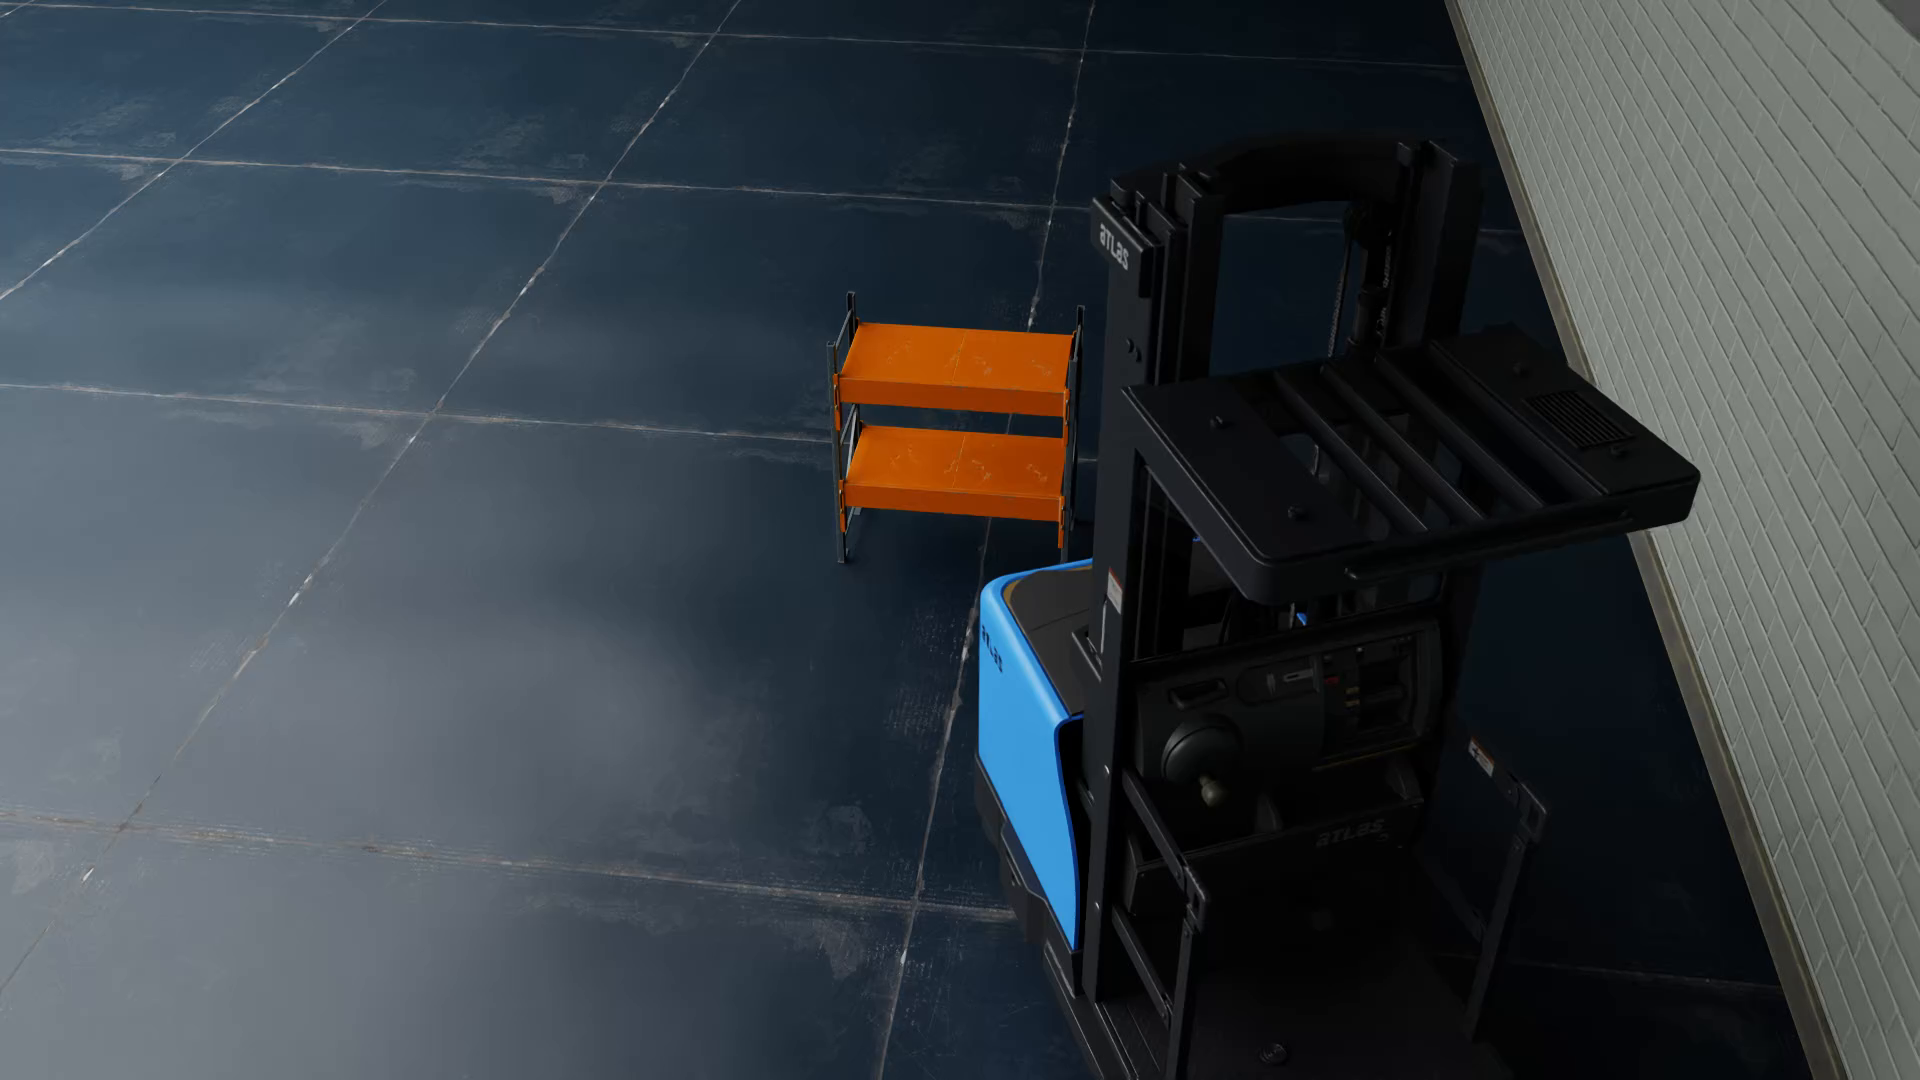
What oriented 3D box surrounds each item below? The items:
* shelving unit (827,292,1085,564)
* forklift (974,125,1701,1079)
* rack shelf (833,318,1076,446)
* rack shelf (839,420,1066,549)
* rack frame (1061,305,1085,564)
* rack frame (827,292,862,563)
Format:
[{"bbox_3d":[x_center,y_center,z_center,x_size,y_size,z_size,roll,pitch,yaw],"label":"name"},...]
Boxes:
[{"bbox_3d":[-0.007,-0.458,7.424,1.048,1.125,0.538,4,36,6],"label":"shelving unit"},{"bbox_3d":[0.992,0.542,4.467,1.130,2.935,3.031,-11,37,-15],"label":"forklift"},{"bbox_3d":[-0.007,-0.697,7.254,1.000,0.278,0.538,4,36,6],"label":"rack shelf"},{"bbox_3d":[-0.007,-0.259,7.566,1.000,0.278,0.538,4,36,6],"label":"rack shelf"},{"bbox_3d":[0.498,-0.421,7.371,0.032,1.125,0.500,4,36,6],"label":"rack frame"},{"bbox_3d":[-0.511,-0.496,7.477,0.032,1.125,0.500,4,36,6],"label":"rack frame"}]
